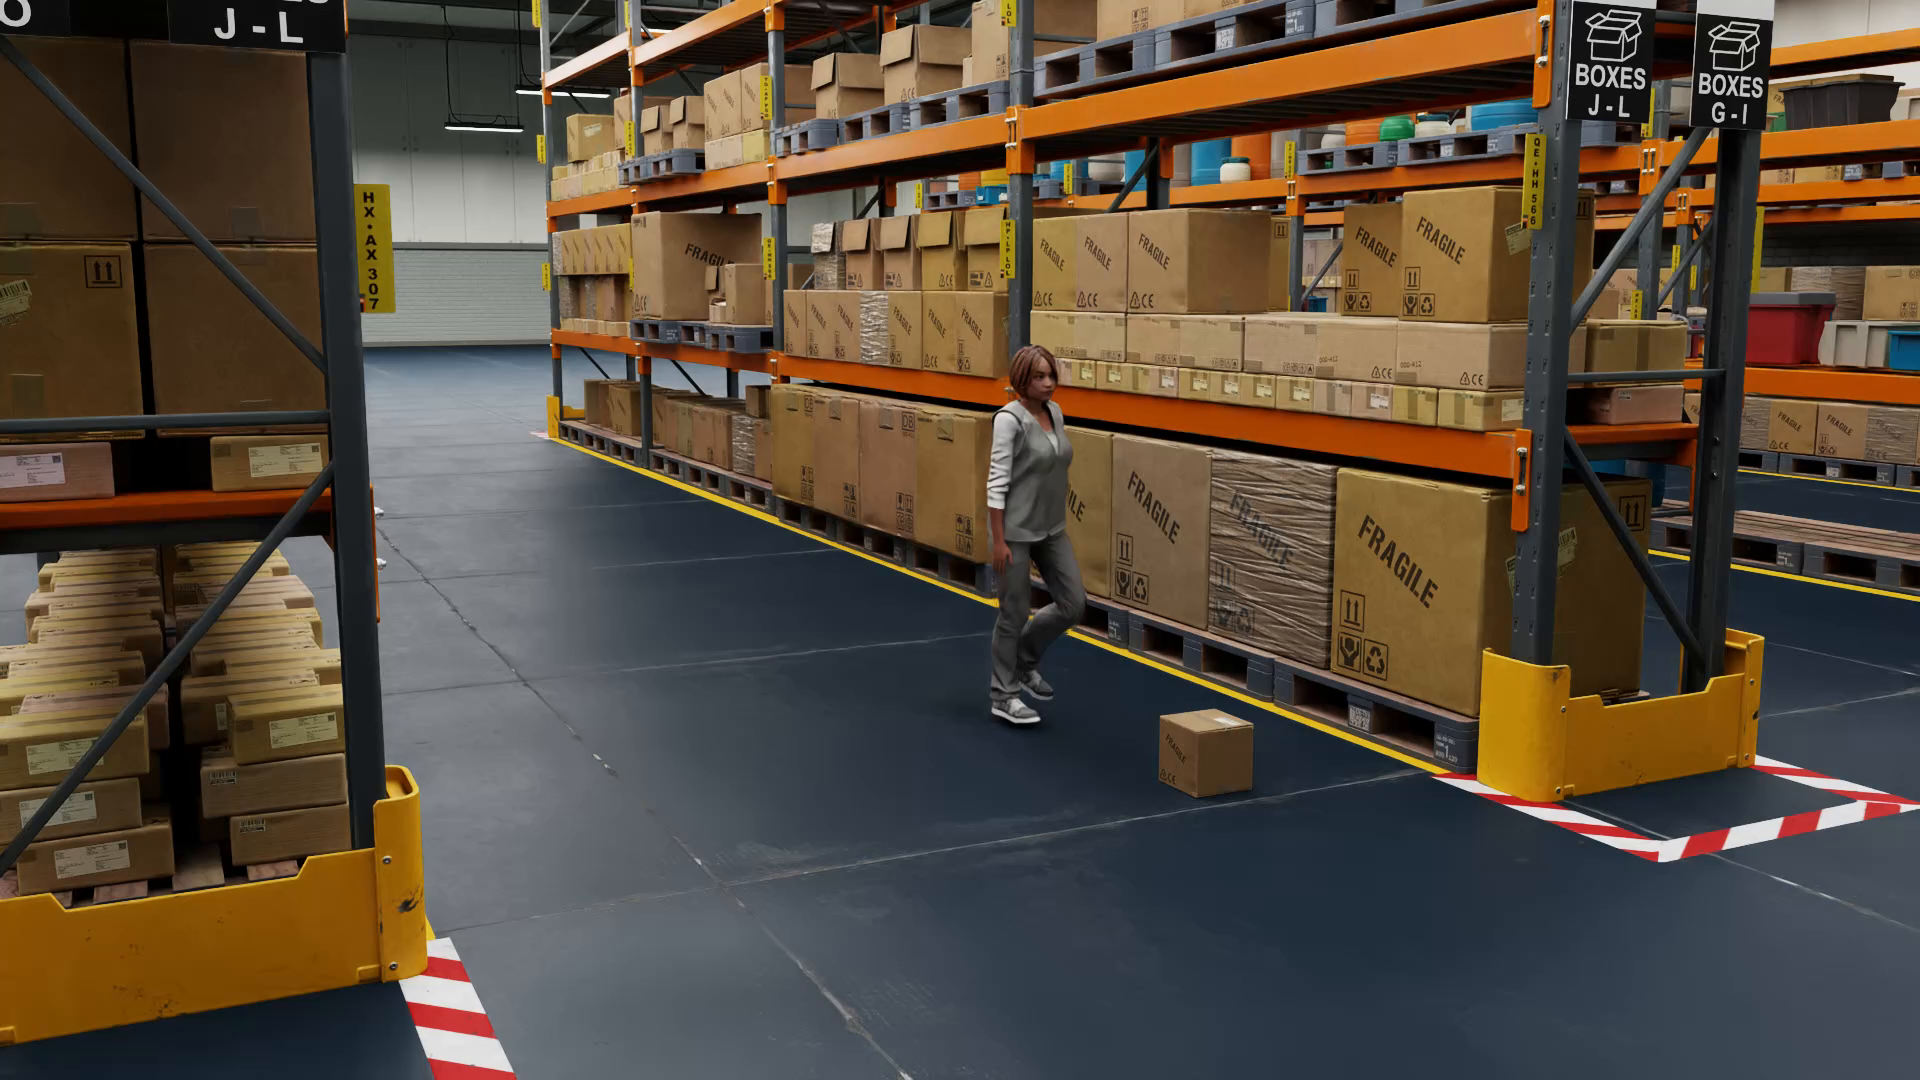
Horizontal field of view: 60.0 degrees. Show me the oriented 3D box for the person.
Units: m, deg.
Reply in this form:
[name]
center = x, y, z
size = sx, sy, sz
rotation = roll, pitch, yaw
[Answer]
[person]
center = 0.264, -0.004, 6.895
size = 0.450, 1.566, 0.420
rotation = -8, 12, -43
